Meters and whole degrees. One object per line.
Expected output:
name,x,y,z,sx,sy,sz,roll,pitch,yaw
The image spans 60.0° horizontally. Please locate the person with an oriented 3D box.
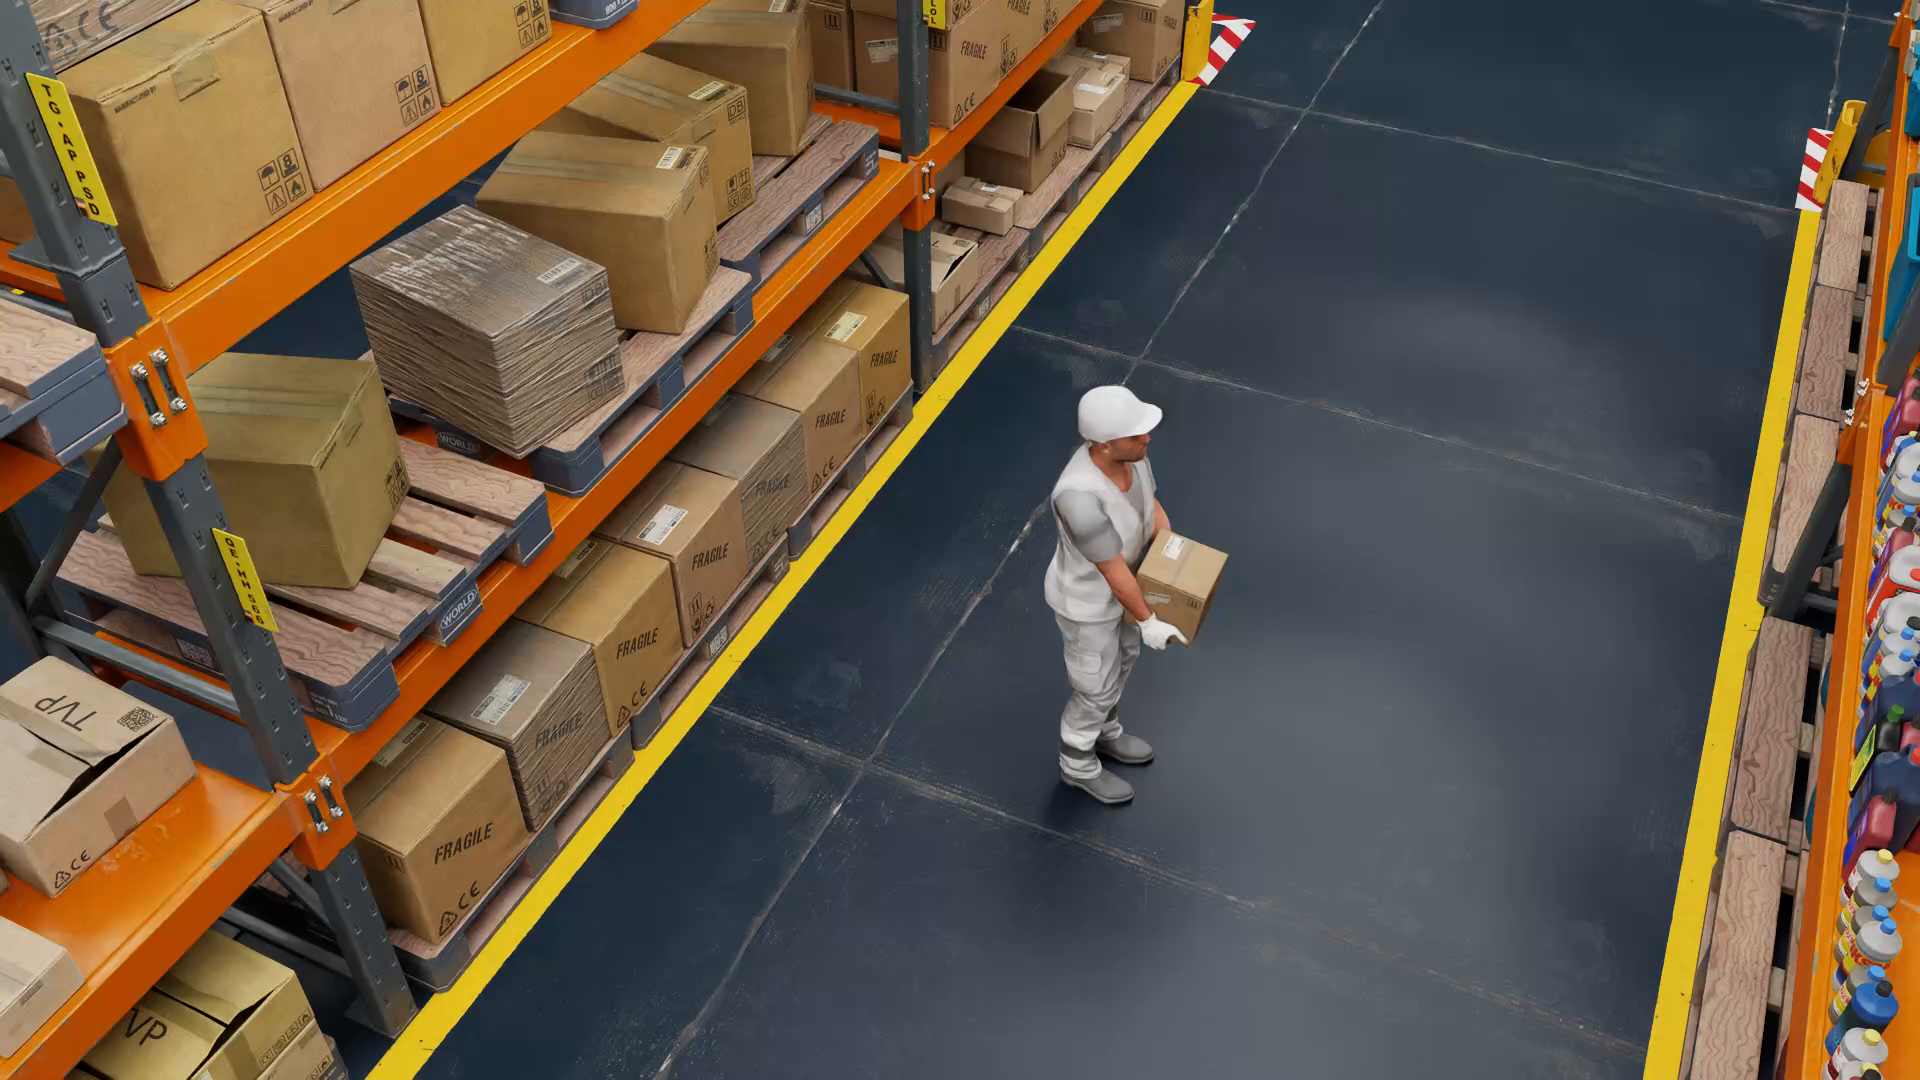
person,0.589,0.213,5.901,0.553,1.787,0.495,17,44,18
